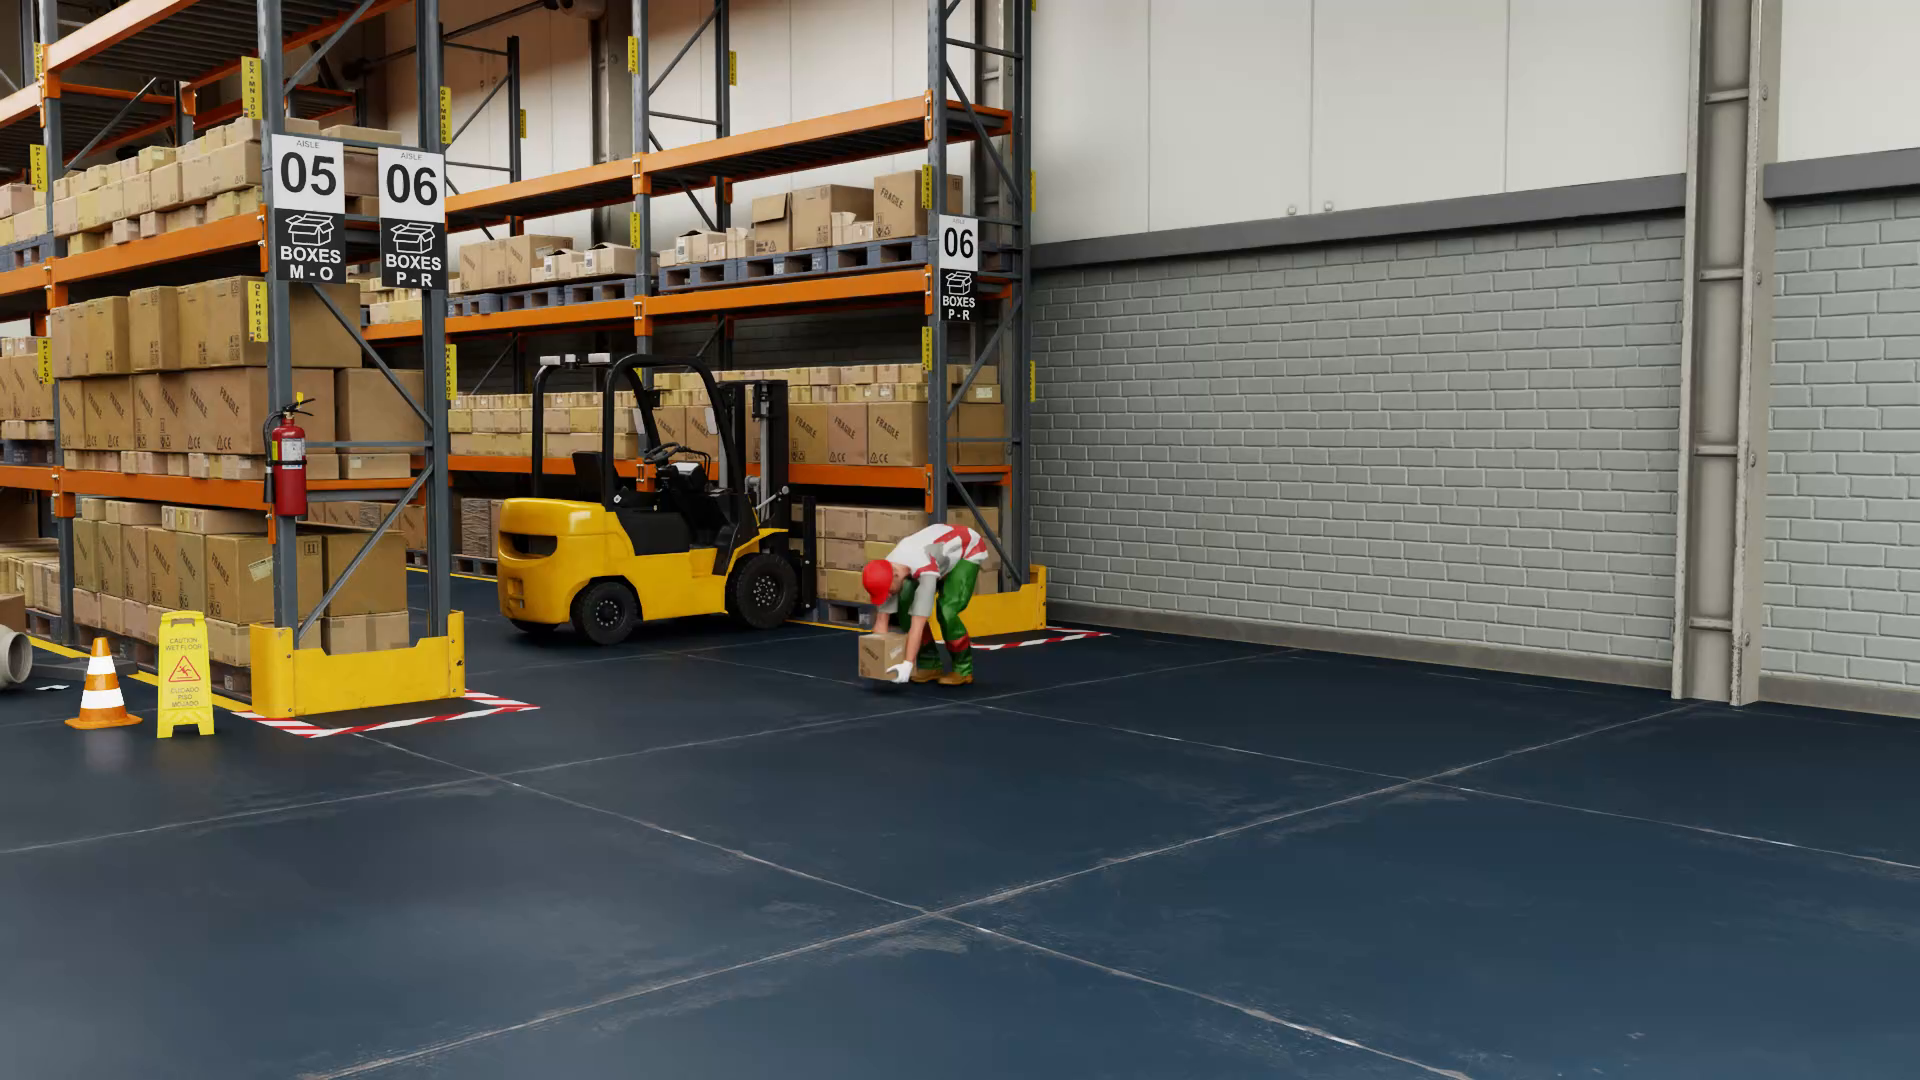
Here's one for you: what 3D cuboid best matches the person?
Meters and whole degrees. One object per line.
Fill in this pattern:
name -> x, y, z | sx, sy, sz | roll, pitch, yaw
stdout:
person -> -0.232, 0.409, 10.308 | 0.524, 0.997, 0.950 | 4, 5, 43
